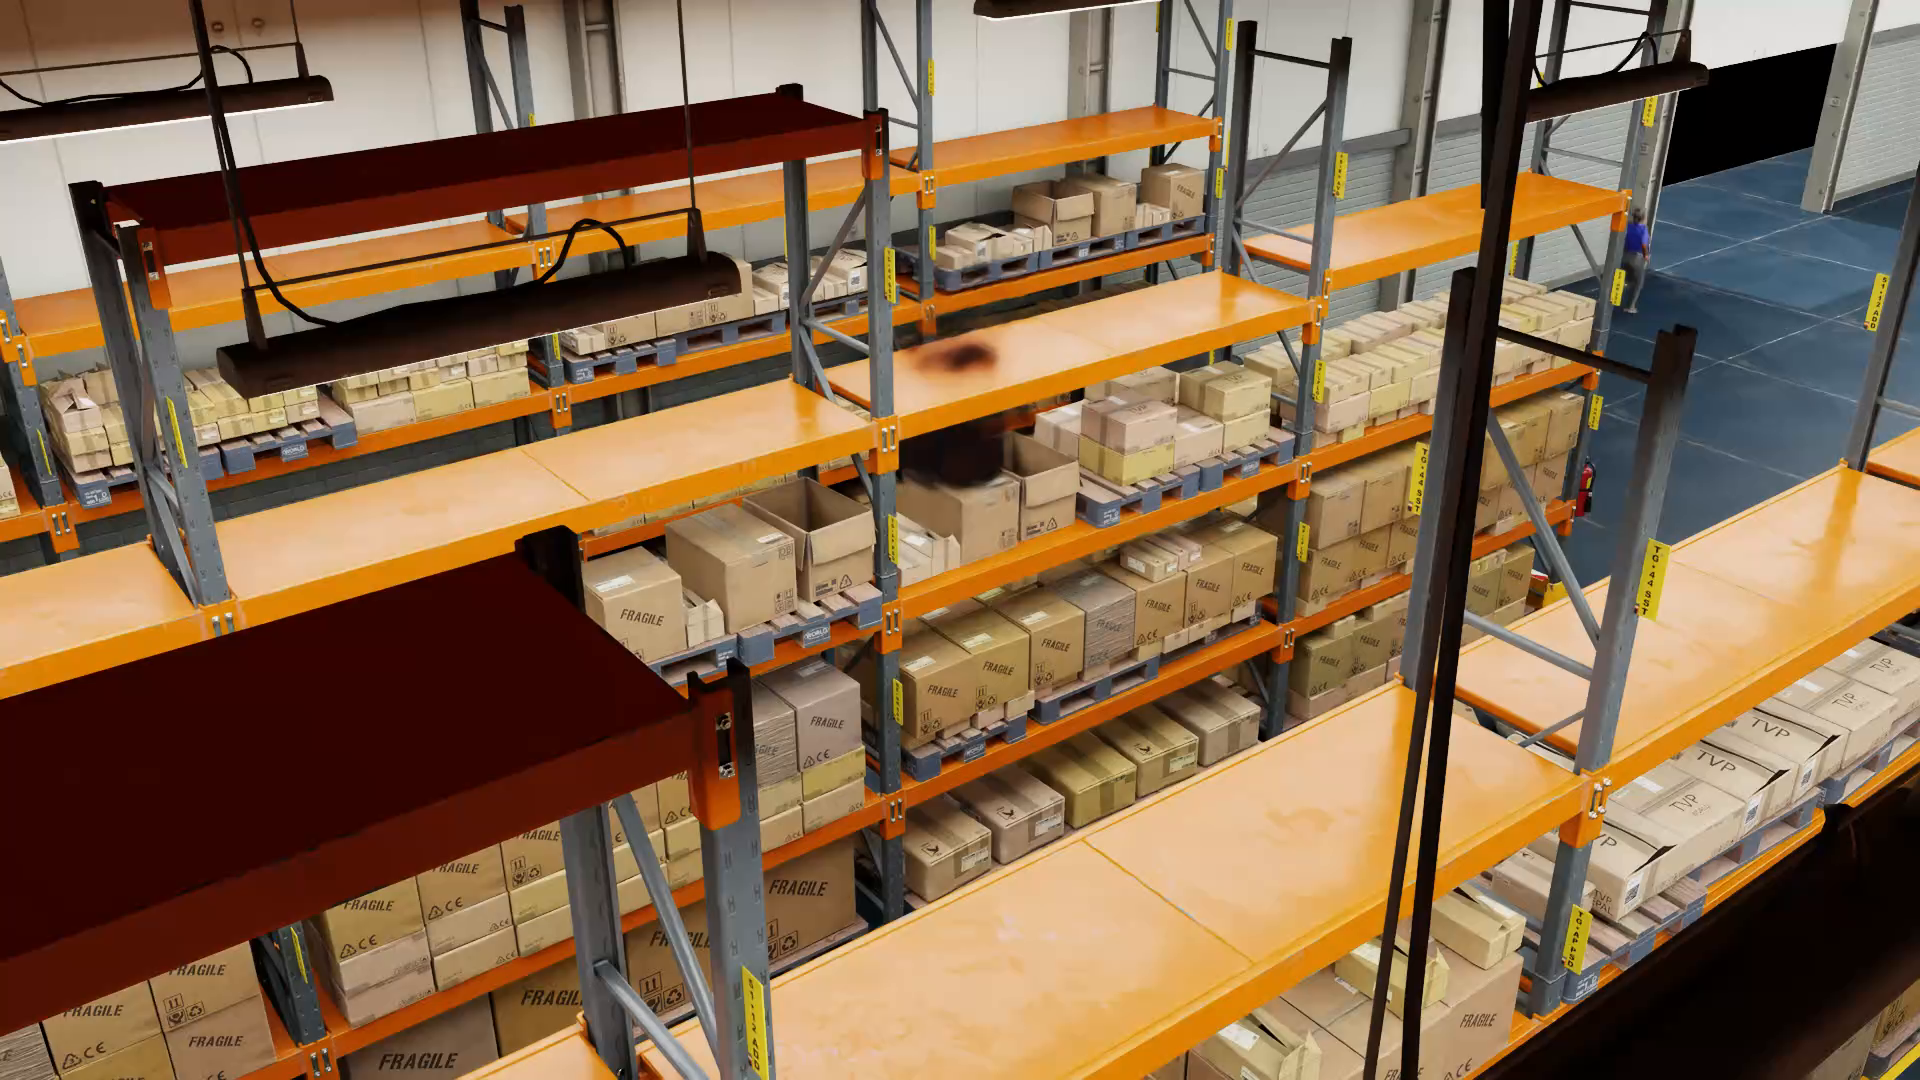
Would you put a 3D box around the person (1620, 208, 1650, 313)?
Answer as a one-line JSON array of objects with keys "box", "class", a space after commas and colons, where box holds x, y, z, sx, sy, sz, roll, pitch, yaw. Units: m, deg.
[{"box": [9.974, -4.123, 24.717, 0.718, 1.643, 0.577, -17, 31, -30], "class": "person"}]
